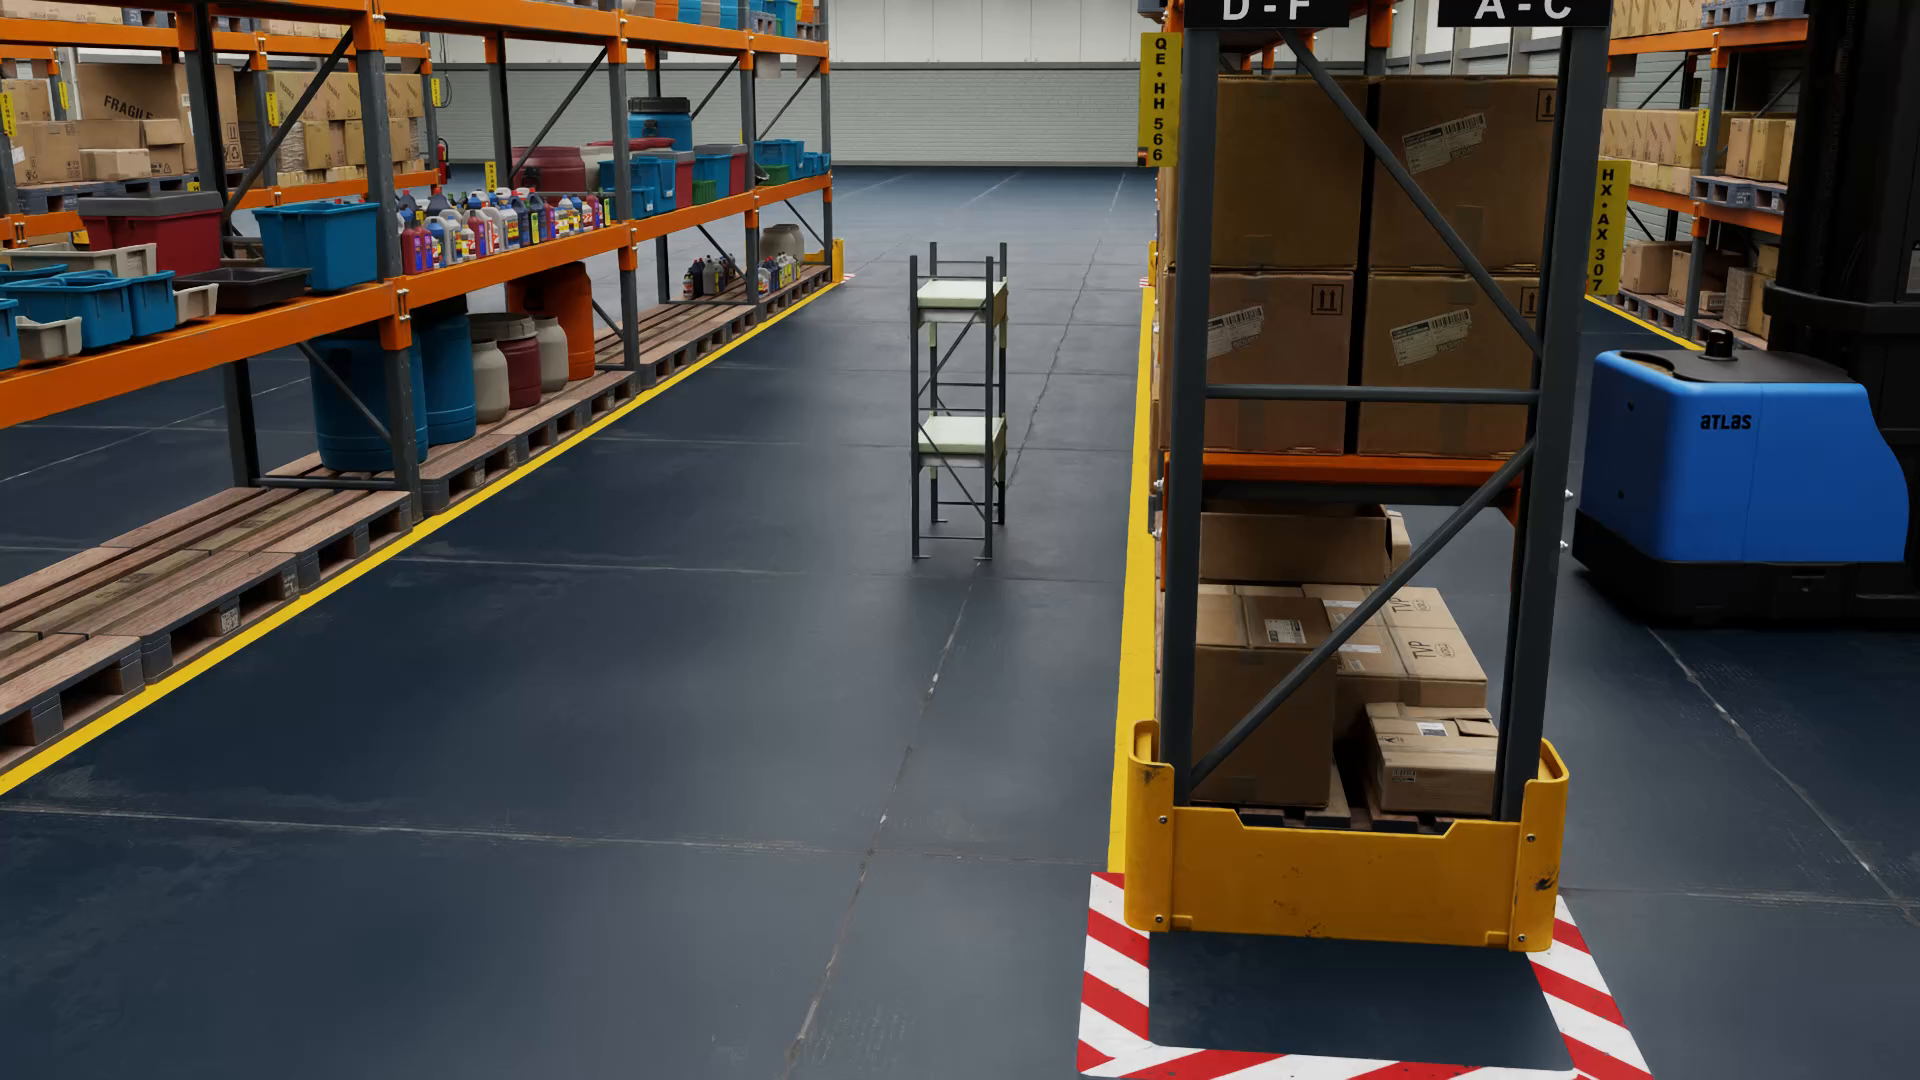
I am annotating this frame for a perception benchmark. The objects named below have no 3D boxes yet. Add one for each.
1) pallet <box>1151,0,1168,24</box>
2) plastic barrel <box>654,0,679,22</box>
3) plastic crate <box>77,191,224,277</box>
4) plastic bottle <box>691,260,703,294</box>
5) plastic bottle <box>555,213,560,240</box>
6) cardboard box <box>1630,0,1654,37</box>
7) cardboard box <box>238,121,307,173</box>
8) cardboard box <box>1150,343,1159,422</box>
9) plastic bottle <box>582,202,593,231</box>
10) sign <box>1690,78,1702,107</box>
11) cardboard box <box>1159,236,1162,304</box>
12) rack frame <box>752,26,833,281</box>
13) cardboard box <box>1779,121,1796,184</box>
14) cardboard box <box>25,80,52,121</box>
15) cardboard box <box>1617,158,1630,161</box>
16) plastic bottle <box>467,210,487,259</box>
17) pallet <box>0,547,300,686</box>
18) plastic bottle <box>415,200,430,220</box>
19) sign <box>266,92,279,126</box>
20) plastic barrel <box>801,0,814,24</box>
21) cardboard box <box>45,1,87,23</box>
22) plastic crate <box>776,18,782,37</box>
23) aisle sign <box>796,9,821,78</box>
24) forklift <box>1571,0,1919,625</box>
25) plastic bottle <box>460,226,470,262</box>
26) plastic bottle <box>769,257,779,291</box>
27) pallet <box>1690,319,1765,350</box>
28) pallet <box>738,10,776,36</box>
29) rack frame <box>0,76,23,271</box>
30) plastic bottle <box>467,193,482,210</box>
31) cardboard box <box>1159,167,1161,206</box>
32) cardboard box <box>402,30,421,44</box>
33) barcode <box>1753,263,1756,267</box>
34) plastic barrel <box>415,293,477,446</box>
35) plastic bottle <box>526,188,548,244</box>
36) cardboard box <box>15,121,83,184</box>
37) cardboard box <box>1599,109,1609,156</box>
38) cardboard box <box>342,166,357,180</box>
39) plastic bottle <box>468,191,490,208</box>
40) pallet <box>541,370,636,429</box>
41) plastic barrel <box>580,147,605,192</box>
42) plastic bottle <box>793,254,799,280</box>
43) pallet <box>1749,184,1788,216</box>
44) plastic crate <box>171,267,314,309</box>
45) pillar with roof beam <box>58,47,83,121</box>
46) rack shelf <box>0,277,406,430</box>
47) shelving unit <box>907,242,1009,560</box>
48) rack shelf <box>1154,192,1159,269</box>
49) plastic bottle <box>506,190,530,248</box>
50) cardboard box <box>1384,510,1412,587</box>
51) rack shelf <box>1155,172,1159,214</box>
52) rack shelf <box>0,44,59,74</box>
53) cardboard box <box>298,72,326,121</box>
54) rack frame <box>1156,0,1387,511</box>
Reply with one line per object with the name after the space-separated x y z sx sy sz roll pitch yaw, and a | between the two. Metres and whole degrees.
2.062 -4.268 13.315 1.003 0.211 1.213 2 15 9 | pallet
-2.588 -4.621 13.435 0.600 0.830 0.708 2 15 6 | plastic barrel
-3.771 -1.388 7.809 0.402 0.464 0.583 2 15 6 | plastic crate
-2.733 -2.736 17.265 0.144 0.351 0.185 1 15 5 | plastic bottle
-2.726 -2.110 11.099 0.097 0.201 0.097 0 15 0 | plastic bottle
7.340 -5.526 17.375 0.500 0.500 0.500 2 15 9 | cardboard box
-7.328 -4.079 17.240 0.875 0.500 0.500 2 15 6 | cardboard box
1.447 -0.937 10.327 0.500 0.500 0.500 1 15 4 | cardboard box
-2.649 -2.287 11.753 0.097 0.201 0.097 0 15 0 | plastic bottle
8.326 -5.062 18.813 0.100 0.325 0.005 2 15 6 | sign
1.117 -1.196 7.148 0.500 0.500 0.500 2 15 7 | cardboard box
-2.067 -4.664 20.165 1.000 3.000 0.127 2 15 6 | rack frame
7.120 -3.148 13.524 0.700 0.500 0.500 4 16 14 | cardboard box
-11.986 -5.481 20.829 0.875 0.550 0.550 2 15 6 | cardboard box
7.298 -3.925 17.681 0.500 0.250 0.500 1 15 5 | cardboard box
-2.856 -1.808 9.827 0.061 0.283 0.133 2 15 6 | plastic bottle
-3.601 0.303 7.136 1.003 0.211 1.213 2 15 6 | pallet
-3.497 -2.067 10.797 0.152 0.276 0.135 2 15 6 | plastic bottle
-6.888 -4.316 16.659 0.100 0.325 0.005 2 15 6 | sign
-1.996 -6.392 19.182 0.600 0.830 0.708 2 15 6 | plastic barrel
-7.527 -4.358 13.574 0.500 0.250 0.500 2 15 8 | cardboard box
-2.070 -5.374 17.448 0.336 0.188 0.450 2 15 6 | plastic crate
-1.764 -5.929 19.862 0.394 0.787 0.004 2 15 6 | aisle sign
4.495 -1.156 7.321 3.031 2.935 1.130 0 15 0 | forklift
-2.898 -1.714 9.636 0.097 0.201 0.097 0 15 0 | plastic bottle
-1.994 -2.806 17.526 0.144 0.351 0.185 1 15 4 | plastic bottle
7.239 -1.787 14.866 1.003 0.211 1.213 2 15 6 | pallet
-2.534 -5.174 16.664 1.213 0.211 1.003 2 15 6 | pallet
-7.891 -2.735 13.031 1.000 3.000 0.127 2 15 6 | rack frame
-3.372 -2.273 11.570 0.097 0.271 0.097 0 15 0 | plastic bottle
1.051 -1.555 6.559 0.500 0.500 0.500 1 15 5 | cardboard box
-6.791 -6.053 19.842 0.500 0.250 0.500 2 15 8 | cardboard box
7.624 -2.628 15.968 0.001 0.075 0.075 2 15 6 | barcode
-3.263 -1.066 10.073 0.600 0.901 0.708 2 15 6 | plastic barrel
-2.780 -2.112 10.819 0.144 0.351 0.185 2 15 6 | plastic bottle
-7.907 -3.275 14.032 0.700 0.500 0.500 4 16 15 | cardboard box
7.424 -4.557 18.579 0.500 0.500 0.500 2 15 6 | cardboard box
-6.961 -4.088 18.514 0.380 0.149 0.250 2 15 6 | cardboard box
-3.392 -2.307 11.684 0.152 0.276 0.135 2 15 6 | plastic bottle
-3.018 -1.037 12.095 1.003 0.211 1.213 2 15 6 | pallet
-3.066 -2.916 13.487 0.421 0.512 0.421 0 15 0 | plastic barrel
-1.834 -3.045 18.538 0.061 0.283 0.133 2 15 8 | plastic bottle
7.056 -2.720 13.340 1.003 0.211 1.213 2 15 6 | pallet
-3.281 -1.150 7.580 0.437 0.125 0.590 2 15 6 | plastic crate
-16.433 -12.531 37.764 9.100 9.000 0.400 2 15 6 | pillar with roof beam
-3.647 -0.686 6.830 1.077 0.370 4.000 2 15 6 | rack shelf
0.001 -0.726 8.473 0.431 1.500 0.755 2 15 6 | shelving unit
2.177 -2.614 13.960 1.077 0.370 4.000 2 15 6 | rack shelf
-2.816 -2.029 10.514 0.144 0.351 0.185 2 15 6 | plastic bottle
1.633 0.031 7.108 0.500 0.311 0.500 2 15 6 | cardboard box
2.628 -3.651 17.797 1.077 0.370 4.000 2 15 6 | rack shelf
-12.131 -5.564 19.125 1.077 0.370 4.000 2 15 6 | rack shelf
-7.082 -4.686 17.569 0.500 0.500 0.500 2 15 6 | cardboard box
1.500 -1.405 8.111 1.000 3.000 0.127 2 15 6 | rack frame
